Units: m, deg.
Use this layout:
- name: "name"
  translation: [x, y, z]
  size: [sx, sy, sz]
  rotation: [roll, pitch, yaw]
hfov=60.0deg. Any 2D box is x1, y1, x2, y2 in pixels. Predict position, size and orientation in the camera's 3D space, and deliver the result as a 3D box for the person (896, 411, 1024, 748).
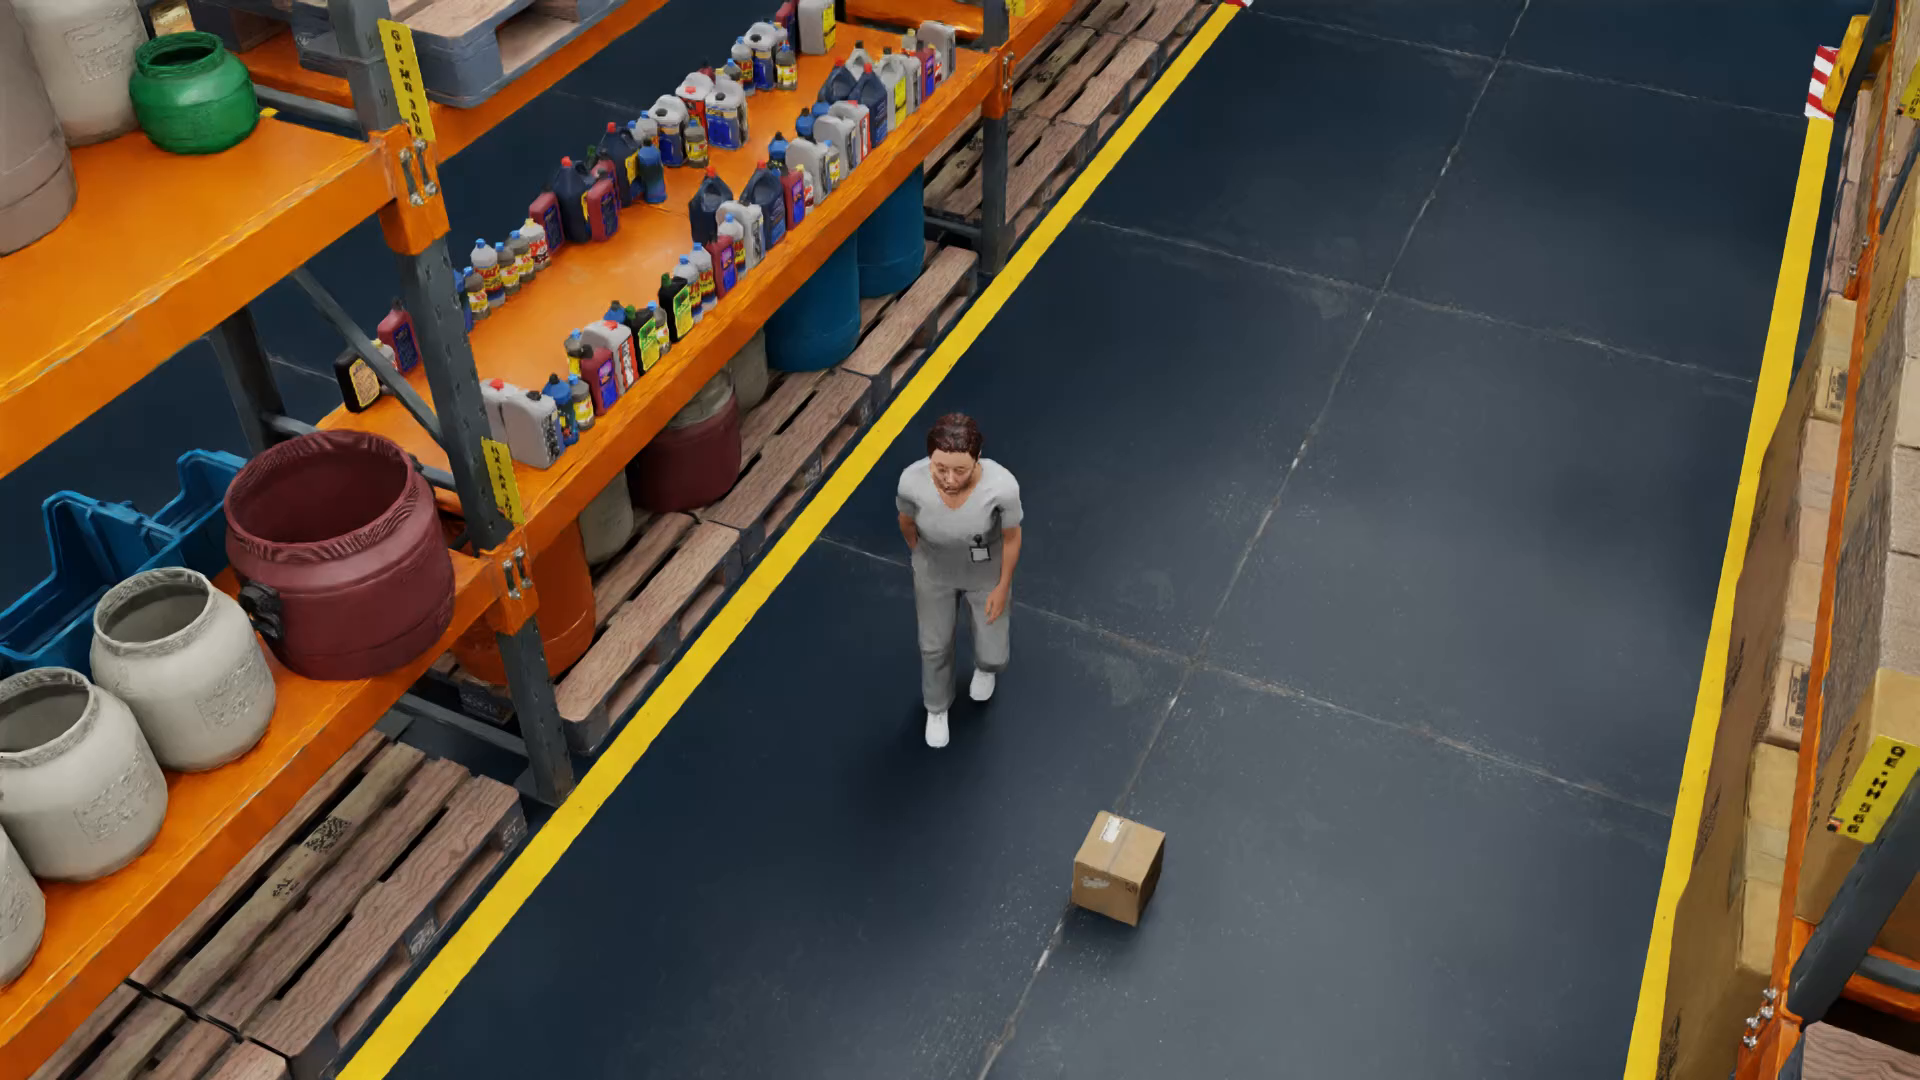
- name: "person"
  translation: [0.003, 0.097, 6.072]
  size: [0.452, 1.650, 0.615]
  rotation: [3, 42, 3]
